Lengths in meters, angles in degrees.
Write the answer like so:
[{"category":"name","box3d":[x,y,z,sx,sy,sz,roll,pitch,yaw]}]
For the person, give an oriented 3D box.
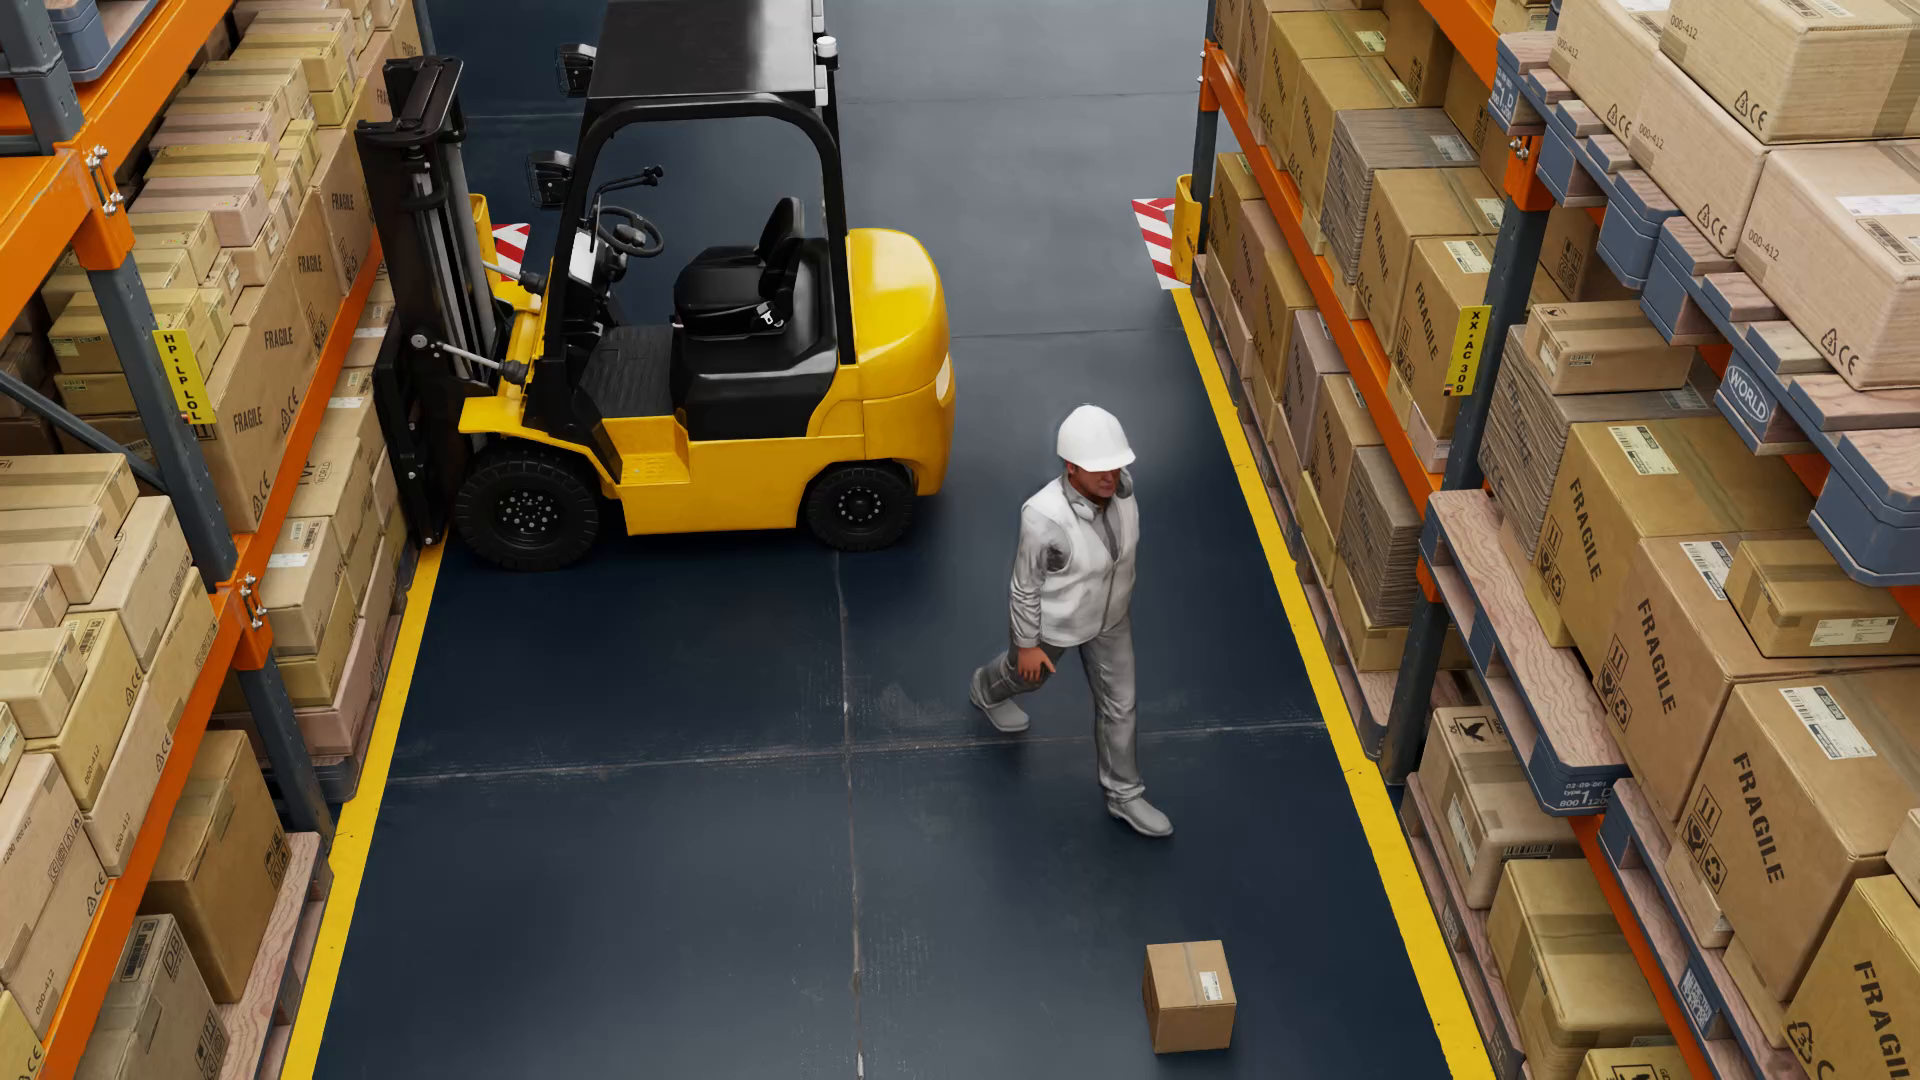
[{"category":"person","box3d":[0.377,0.243,5.862,0.552,1.729,1.029,-23,44,-26]}]
